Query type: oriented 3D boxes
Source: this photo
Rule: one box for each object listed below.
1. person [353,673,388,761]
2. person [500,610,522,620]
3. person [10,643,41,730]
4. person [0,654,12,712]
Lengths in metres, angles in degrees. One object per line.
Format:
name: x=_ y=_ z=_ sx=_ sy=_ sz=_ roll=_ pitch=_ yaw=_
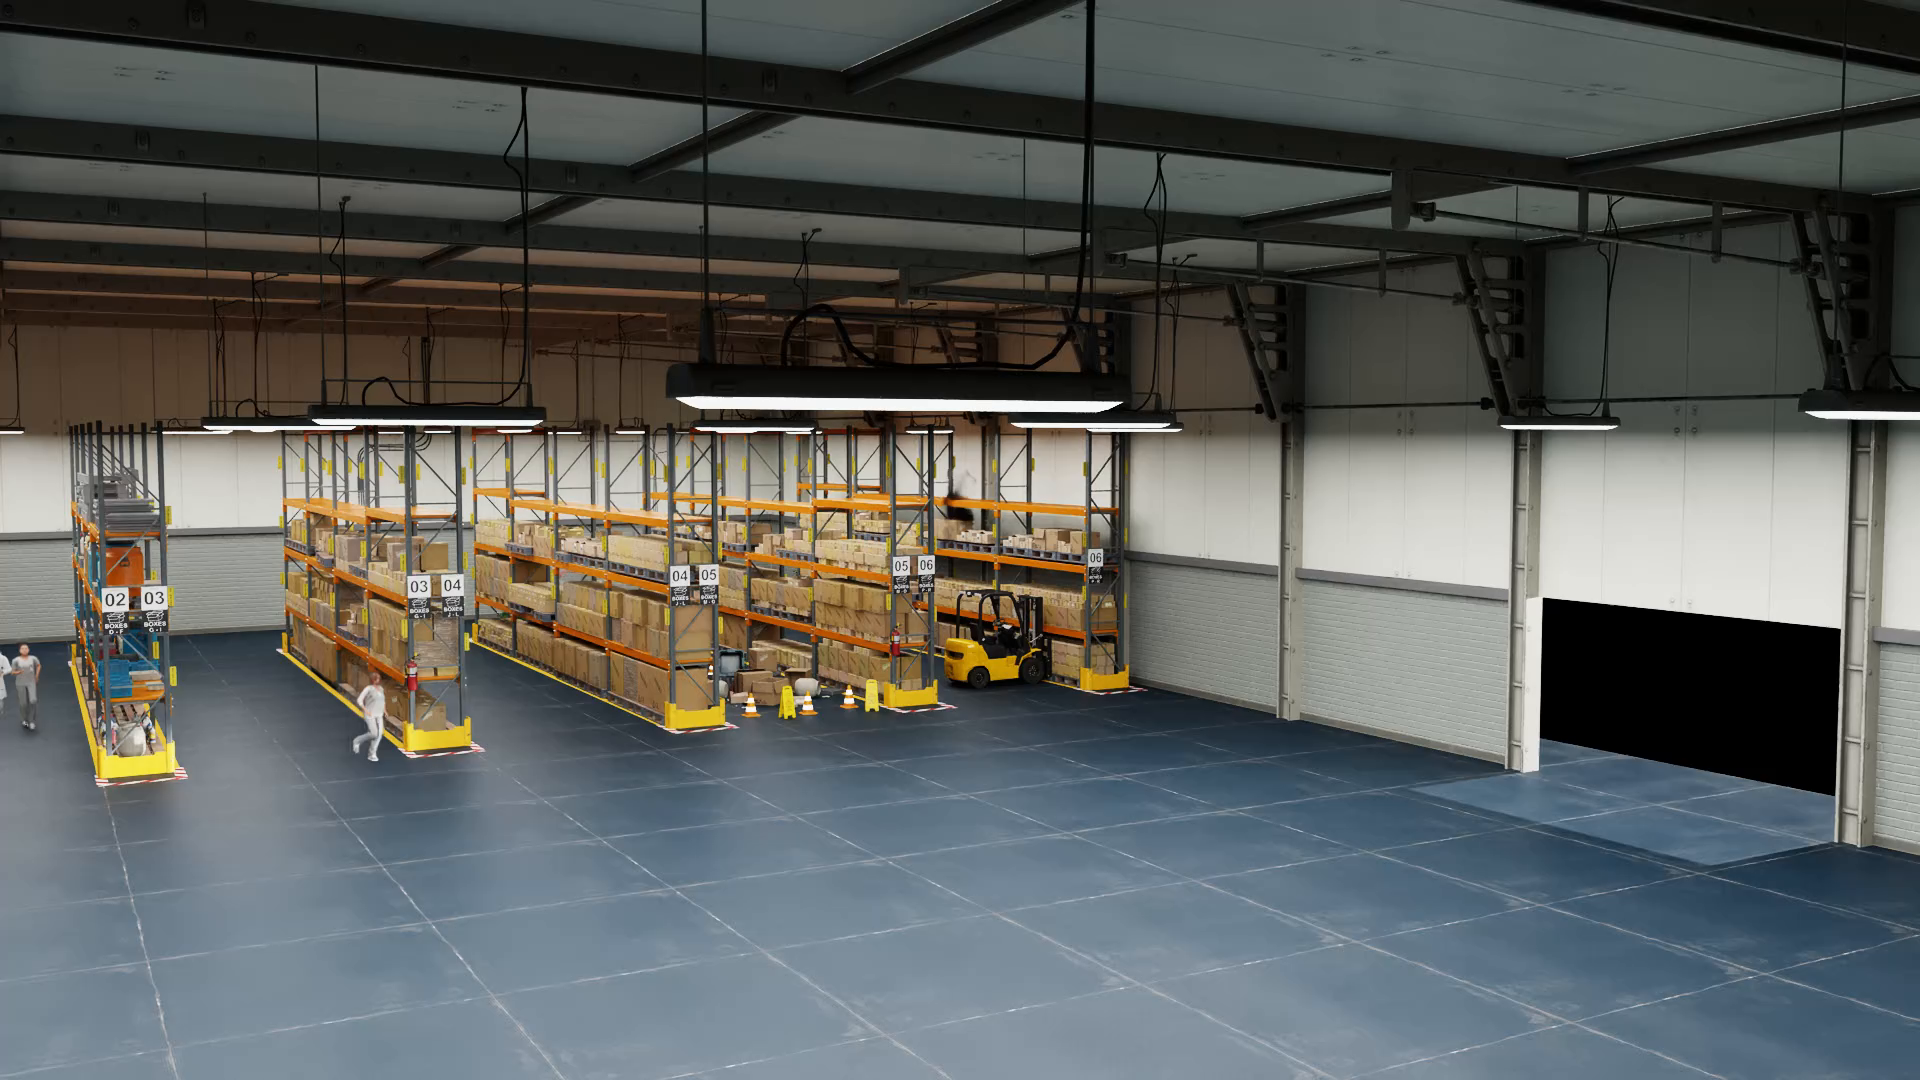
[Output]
person: x=-10.432 y=3.128 z=29.586 sx=0.621 sy=1.528 sz=0.585 roll=2 pitch=4 yaw=28
person: x=-13.066 y=1.846 z=48.303 sx=0.841 sy=1.833 sz=0.624 roll=-2 pitch=4 yaw=-28
person: x=-18.315 y=2.873 z=32.624 sx=0.544 sy=1.705 sz=0.691 roll=-2 pitch=4 yaw=-33
person: x=-18.751 y=2.840 z=32.180 sx=0.715 sy=1.754 sz=1.020 roll=-3 pitch=5 yaw=-39
